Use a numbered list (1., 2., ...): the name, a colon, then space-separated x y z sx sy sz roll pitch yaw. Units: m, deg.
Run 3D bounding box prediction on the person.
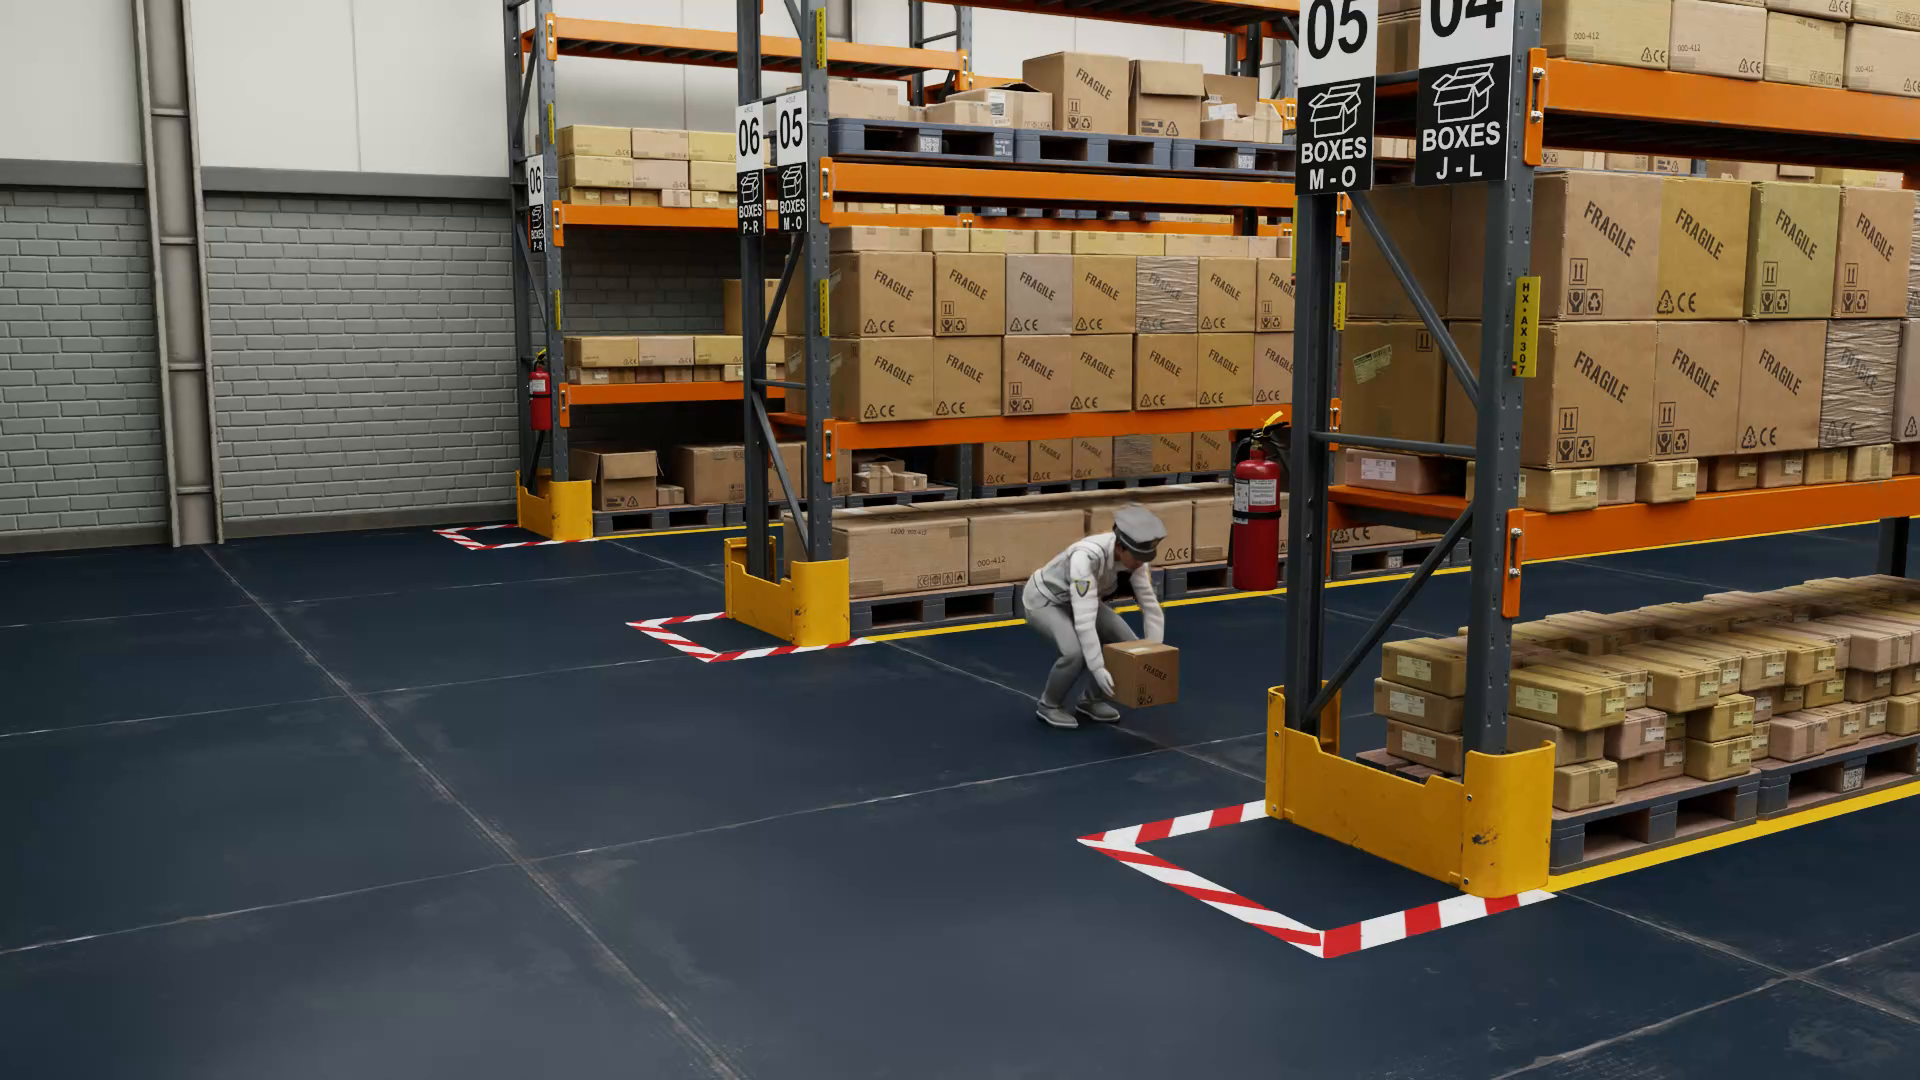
1. person: 0.660 0.359 7.931 0.505 1.073 0.815 -5 10 -31
